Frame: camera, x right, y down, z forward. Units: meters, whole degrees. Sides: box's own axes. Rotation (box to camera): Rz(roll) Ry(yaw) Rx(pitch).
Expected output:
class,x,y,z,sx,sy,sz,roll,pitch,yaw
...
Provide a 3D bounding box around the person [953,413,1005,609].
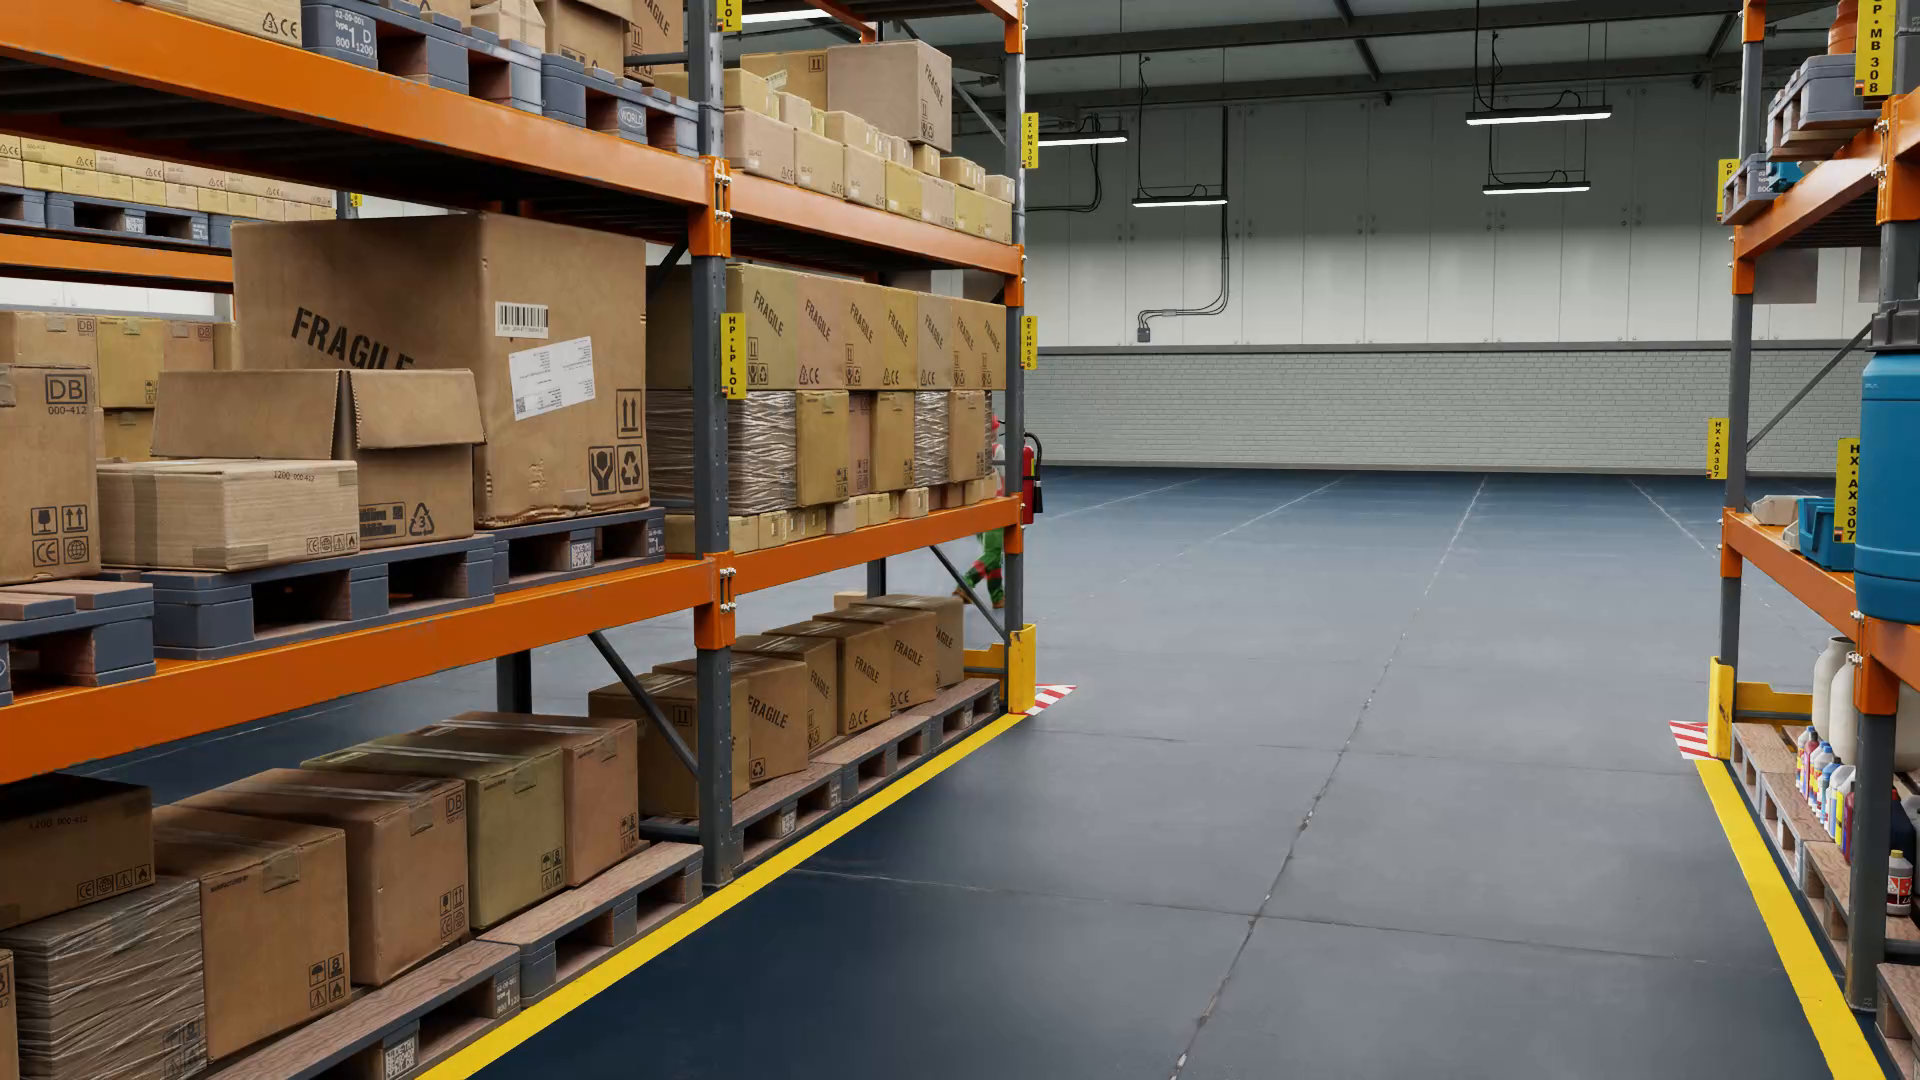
class,x,y,z,sx,sy,sz,roll,pitch,yaw
person,0.217,-0.244,14.548,0.533,1.758,0.990,4,7,40
